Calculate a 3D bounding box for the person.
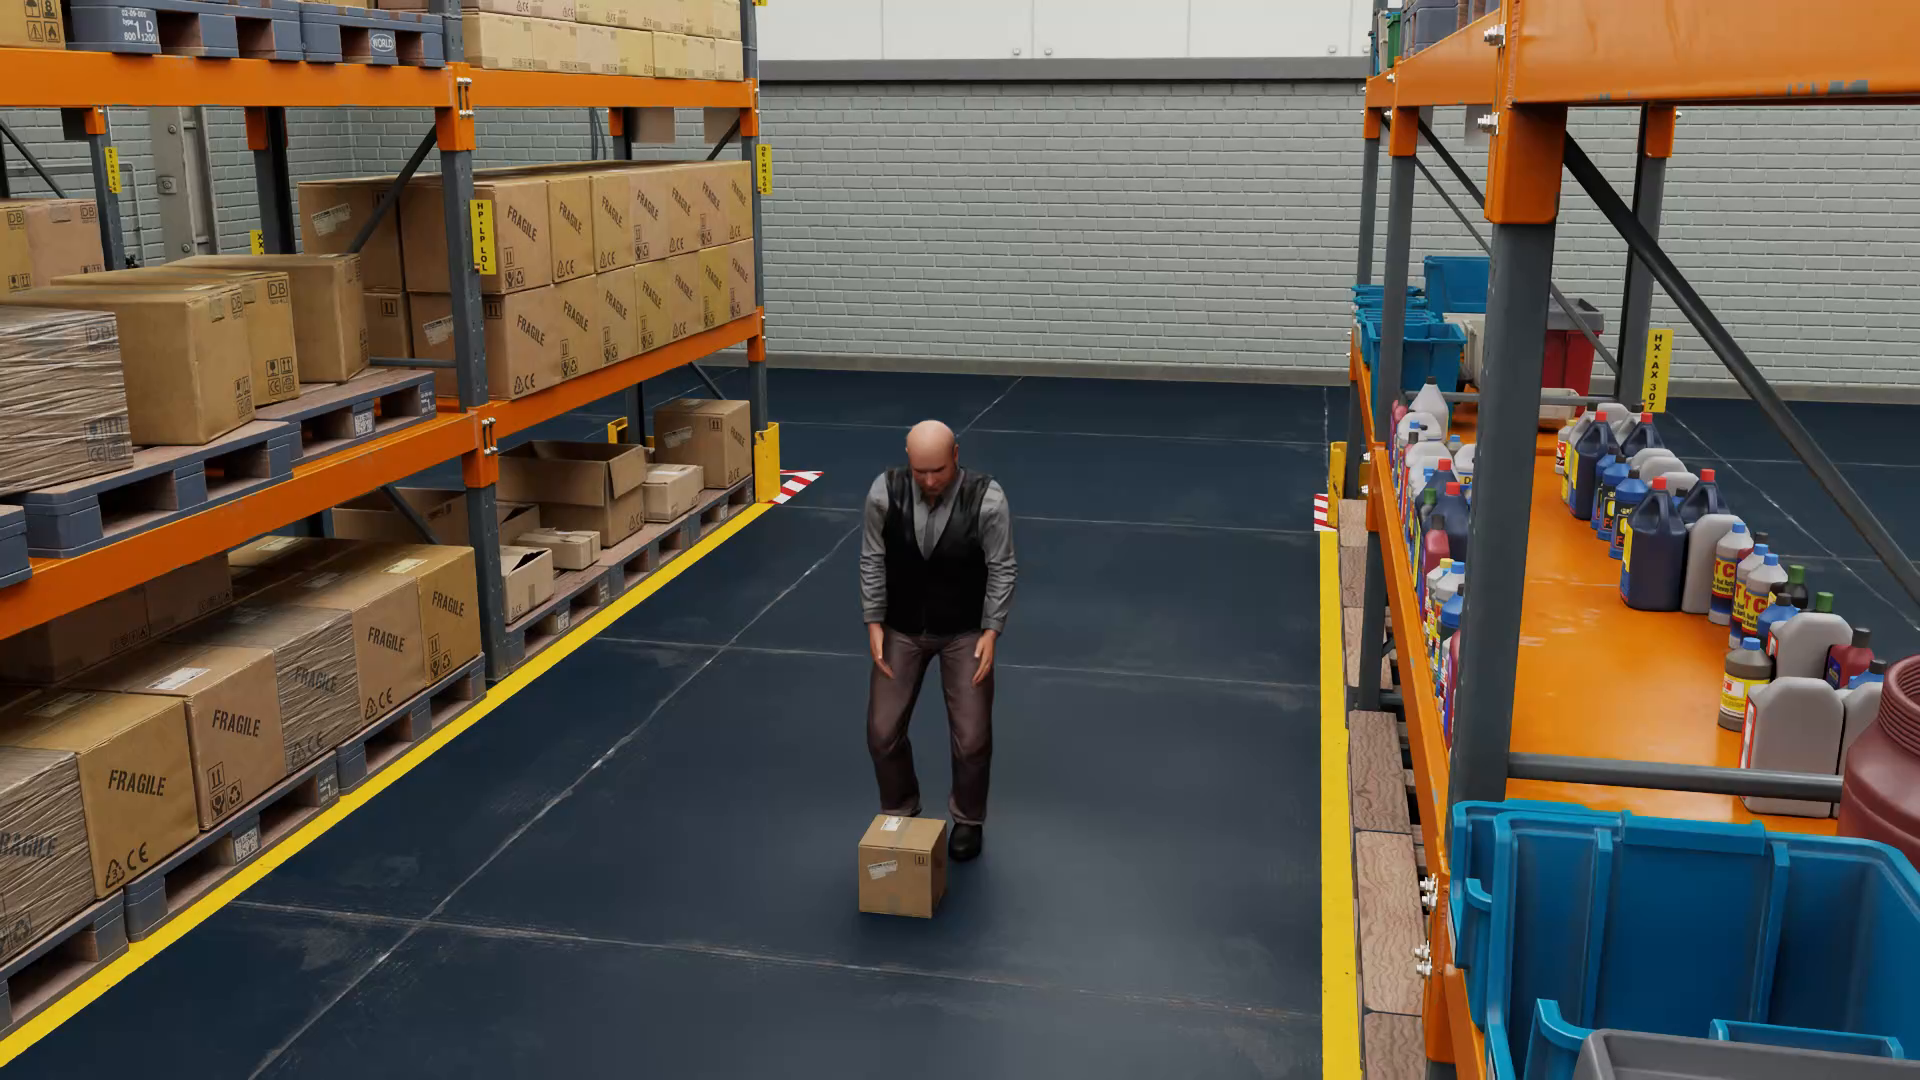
[{"bbox_3d":[-0.070,0.342,5.971,0.574,1.617,0.509,3,15,12],"label":"person"}]
